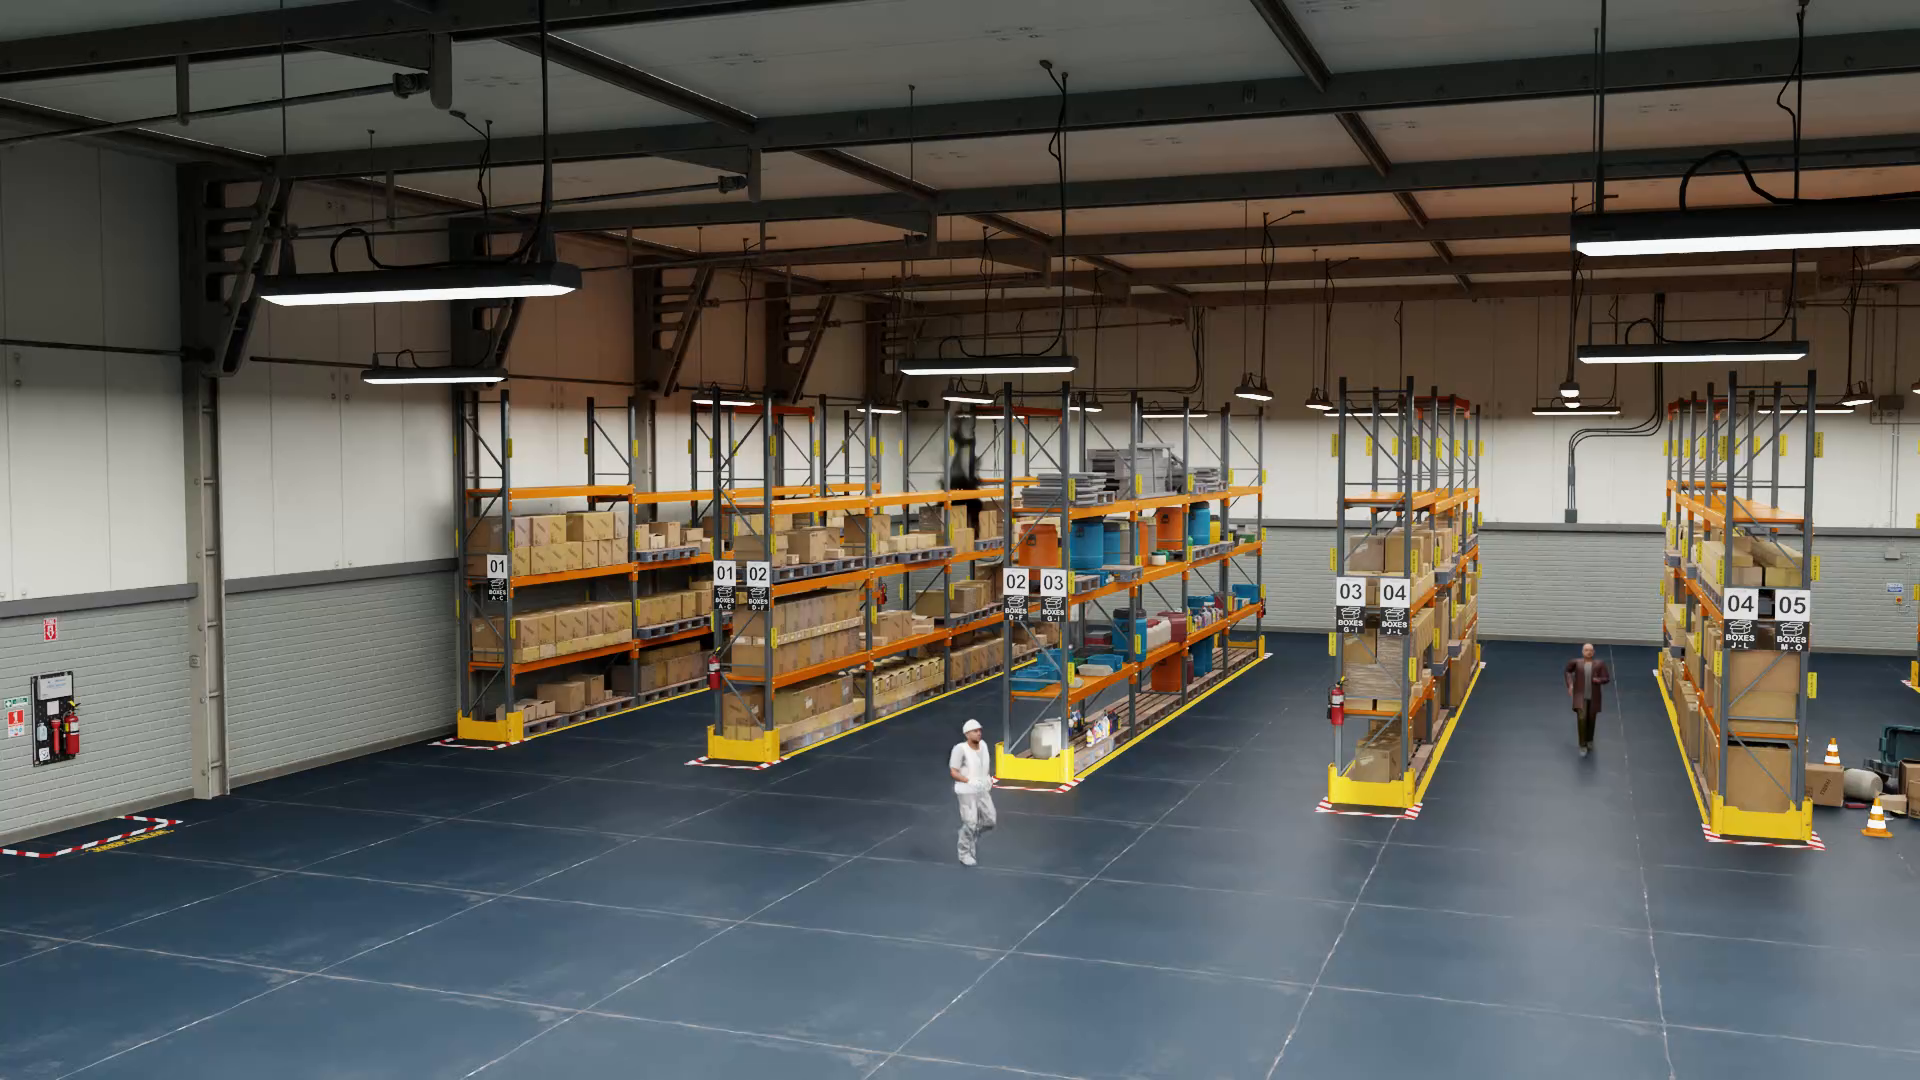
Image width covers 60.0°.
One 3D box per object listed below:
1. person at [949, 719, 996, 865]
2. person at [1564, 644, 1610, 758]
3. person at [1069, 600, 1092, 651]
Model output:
[{"bbox_3d":[0.192,3.025,19.970,0.712,1.745,0.601,-3,4,-43],"label":"person"},{"bbox_3d":[10.284,2.644,27.274,0.694,1.743,0.877,1,3,16],"label":"person"},{"bbox_3d":[2.567,1.794,36.767,0.658,1.812,0.889,1,3,13],"label":"person"}]
